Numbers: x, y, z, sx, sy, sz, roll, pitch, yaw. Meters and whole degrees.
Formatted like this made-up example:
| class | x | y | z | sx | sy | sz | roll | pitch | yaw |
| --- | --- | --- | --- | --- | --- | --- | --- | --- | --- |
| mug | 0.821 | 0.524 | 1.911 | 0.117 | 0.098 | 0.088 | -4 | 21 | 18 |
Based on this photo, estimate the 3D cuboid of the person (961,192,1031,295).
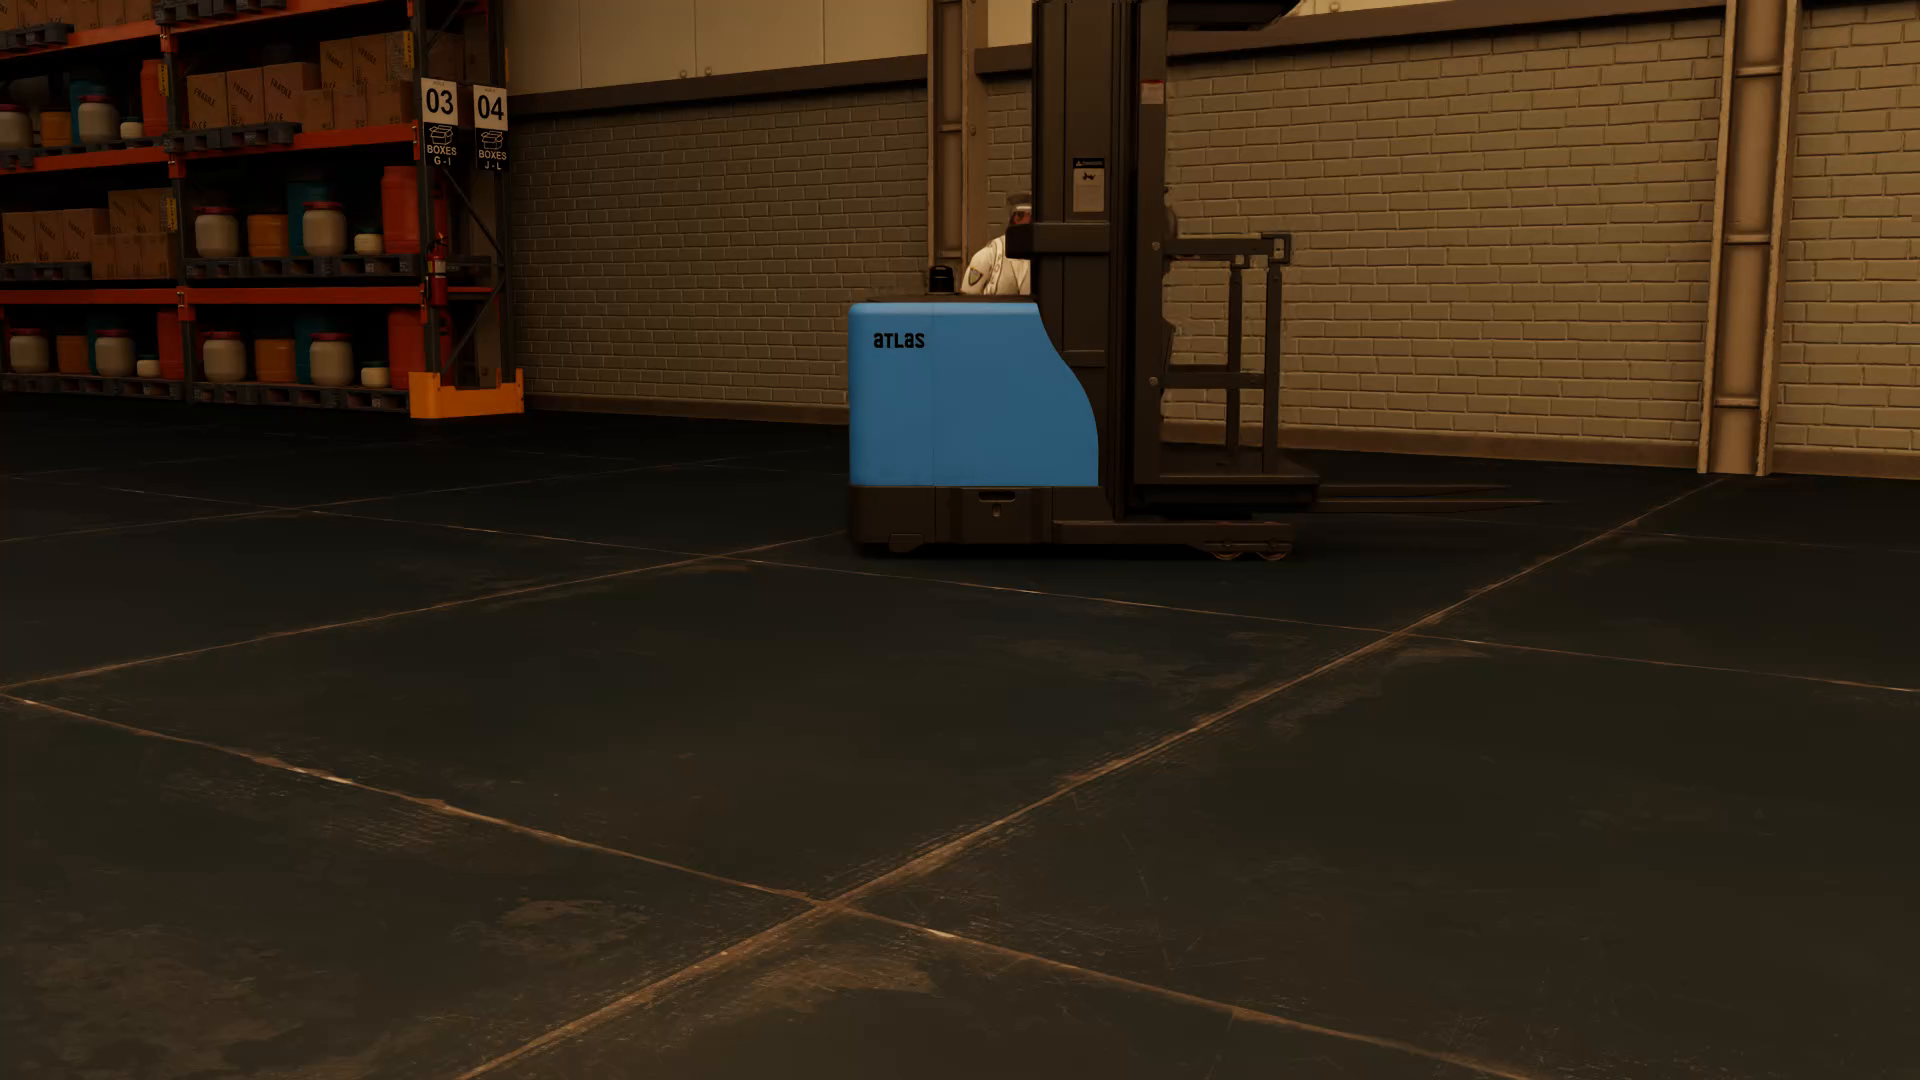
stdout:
| class | x | y | z | sx | sy | sz | roll | pitch | yaw |
| --- | --- | --- | --- | --- | --- | --- | --- | --- | --- |
| person | 0.292 | -0.902 | 8.326 | 0.810 | 1.635 | 0.431 | -1 | 8 | -4 |

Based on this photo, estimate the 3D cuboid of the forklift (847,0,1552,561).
| class | x | y | z | sx | sy | sz | roll | pitch | yaw |
| --- | --- | --- | --- | --- | --- | --- | --- | --- | --- |
| forklift | 1.035 | -1.439 | 7.314 | 3.031 | 2.935 | 1.130 | 0 | 8 | 0 |
